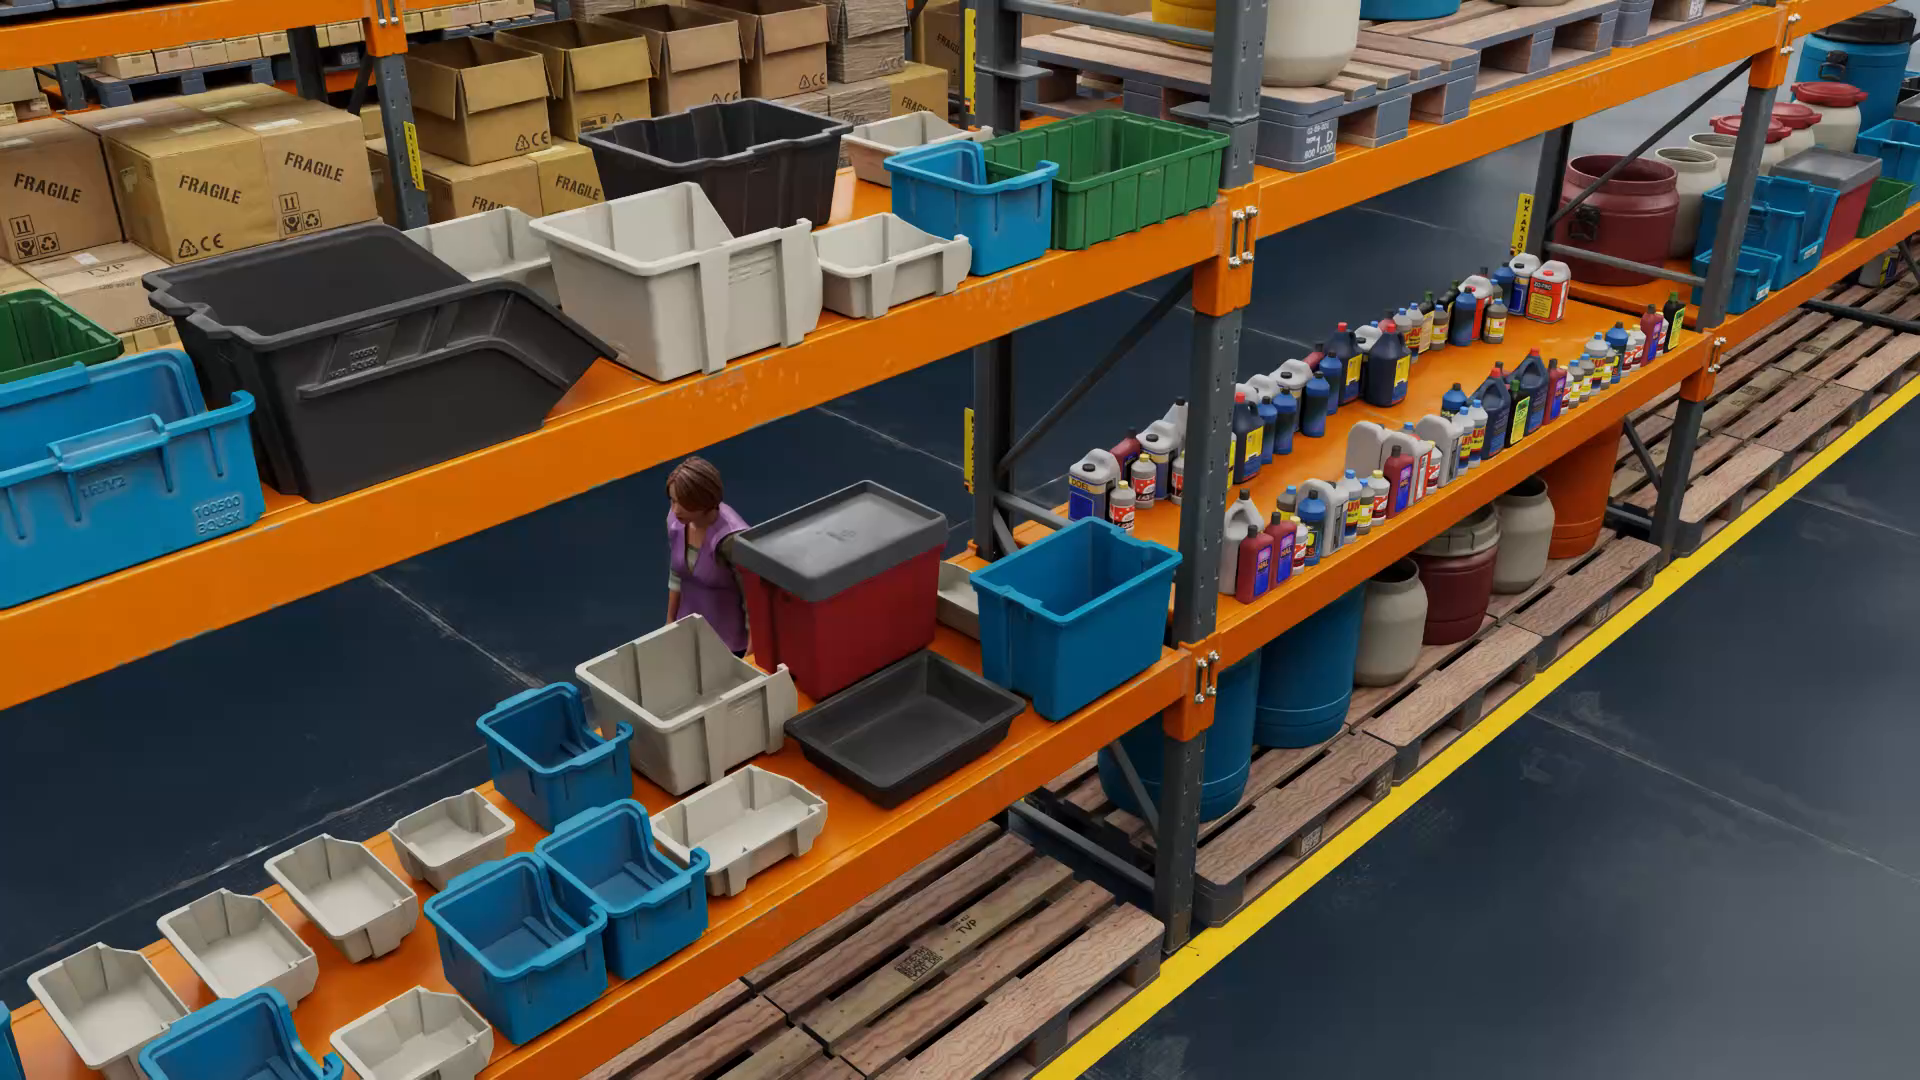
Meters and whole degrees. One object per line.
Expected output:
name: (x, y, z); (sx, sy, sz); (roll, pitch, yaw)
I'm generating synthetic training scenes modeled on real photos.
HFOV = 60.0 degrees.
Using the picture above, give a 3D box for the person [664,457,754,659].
person: (-0.944, 0.386, 6.413); (0.475, 1.592, 0.349); (19, 33, 31)
